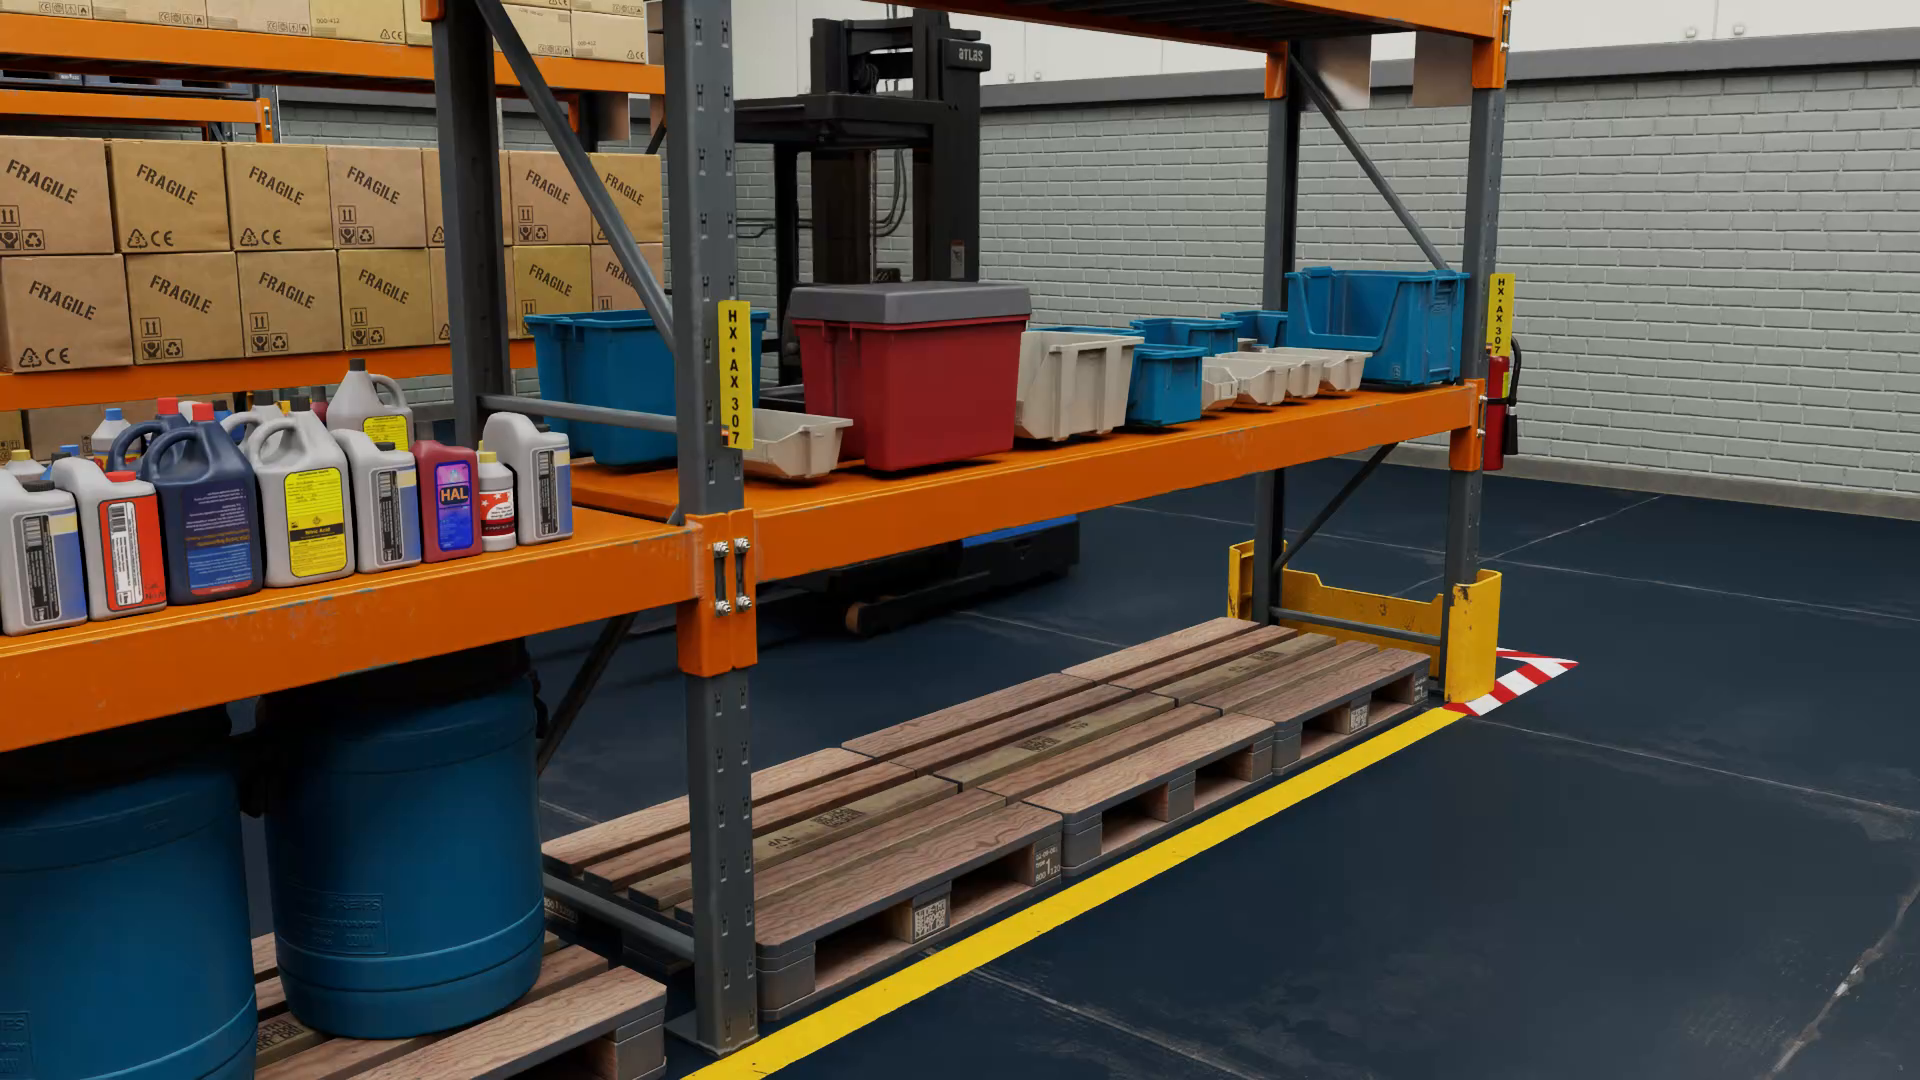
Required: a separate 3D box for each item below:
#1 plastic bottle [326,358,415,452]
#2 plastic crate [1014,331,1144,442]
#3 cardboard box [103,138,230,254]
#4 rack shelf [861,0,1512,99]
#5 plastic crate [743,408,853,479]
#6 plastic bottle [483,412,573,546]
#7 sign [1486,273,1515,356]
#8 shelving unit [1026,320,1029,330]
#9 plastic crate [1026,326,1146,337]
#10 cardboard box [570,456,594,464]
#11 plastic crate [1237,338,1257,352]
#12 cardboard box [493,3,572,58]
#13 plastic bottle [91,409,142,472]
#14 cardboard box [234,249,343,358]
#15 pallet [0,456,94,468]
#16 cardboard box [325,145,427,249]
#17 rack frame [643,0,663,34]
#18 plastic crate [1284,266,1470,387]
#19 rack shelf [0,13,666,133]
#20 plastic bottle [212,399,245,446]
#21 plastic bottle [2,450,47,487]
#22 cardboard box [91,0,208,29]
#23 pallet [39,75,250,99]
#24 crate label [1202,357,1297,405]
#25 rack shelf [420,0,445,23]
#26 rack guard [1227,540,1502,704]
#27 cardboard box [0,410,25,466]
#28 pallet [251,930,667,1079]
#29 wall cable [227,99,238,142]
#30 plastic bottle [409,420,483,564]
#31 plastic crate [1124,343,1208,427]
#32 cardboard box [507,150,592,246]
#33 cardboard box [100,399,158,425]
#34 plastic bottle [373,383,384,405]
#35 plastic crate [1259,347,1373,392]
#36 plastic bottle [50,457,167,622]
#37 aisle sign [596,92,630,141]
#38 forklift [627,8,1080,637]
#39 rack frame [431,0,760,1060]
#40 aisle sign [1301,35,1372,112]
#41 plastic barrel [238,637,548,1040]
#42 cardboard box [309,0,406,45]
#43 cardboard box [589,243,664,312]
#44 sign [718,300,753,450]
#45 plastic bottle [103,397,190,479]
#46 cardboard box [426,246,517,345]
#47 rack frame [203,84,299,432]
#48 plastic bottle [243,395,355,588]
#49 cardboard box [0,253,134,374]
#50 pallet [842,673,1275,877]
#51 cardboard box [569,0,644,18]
[{"bbox_3d":[-1.410,-0.260,3.980,0.144,0.351,0.185,10,15,40],"label":"plastic bottle"},{"bbox_3d":[0.239,-0.472,5.065,0.437,0.282,0.530,10,15,40],"label":"plastic crate"},{"bbox_3d":[-3.763,-1.589,7.701,0.500,0.500,0.500,9,15,39],"label":"cardboard box"},{"bbox_3d":[0.413,-1.712,5.304,1.077,0.370,4.000,10,15,40],"label":"rack shelf"},{"bbox_3d":[-0.492,-0.250,4.324,0.396,0.136,0.243,10,15,40],"label":"plastic crate"},{"bbox_3d":[-0.924,-0.139,3.567,0.152,0.276,0.135,10,15,40],"label":"plastic bottle"},{"bbox_3d":[2.157,-0.900,6.640,0.100,0.325,0.005,10,15,40],"label":"sign"},{"bbox_3d":[0.041,-0.753,10.150,0.431,1.500,0.755,8,14,36],"label":"shelving unit"},{"bbox_3d":[0.454,-0.648,6.072,0.416,0.233,0.300,10,15,40],"label":"plastic crate"},{"bbox_3d":[-2.159,-0.407,9.852,0.500,0.500,0.500,10,15,40],"label":"cardboard box"},{"bbox_3d":[1.049,-0.758,6.869,0.250,0.136,0.298,10,15,40],"label":"plastic crate"},{"bbox_3d":[-2.464,-2.745,9.020,0.500,0.250,0.500,10,15,40],"label":"cardboard box"},{"bbox_3d":[-1.837,-0.151,3.635,0.097,0.271,0.097,0,11,0],"label":"plastic bottle"},{"bbox_3d":[-3.417,-1.179,8.199,0.500,0.500,0.500,10,15,40],"label":"cardboard box"},{"bbox_3d":[-6.983,-0.495,12.153,1.003,0.211,1.213,10,15,40],"label":"pallet"},{"bbox_3d":[-3.083,-1.741,8.460,0.500,0.500,0.500,10,15,42],"label":"cardboard box"},{"bbox_3d":[-1.985,-4.471,9.622,1.000,3.000,0.127,10,15,40],"label":"rack frame"},{"bbox_3d":[1.653,-0.862,6.624,0.616,0.435,0.499,10,15,40],"label":"plastic crate"},{"bbox_3d":[-3.305,-2.353,8.513,1.077,0.370,4.000,10,15,40],"label":"rack shelf"},{"bbox_3d":[-1.684,-0.185,3.806,0.097,0.271,0.097,0,11,0],"label":"plastic bottle"},{"bbox_3d":[-1.966,-0.088,3.499,0.097,0.201,0.097,0,11,0],"label":"plastic bottle"},{"bbox_3d":[-3.785,-2.451,7.548,0.500,0.250,0.500,10,15,40],"label":"cardboard box"},{"bbox_3d":[-6.190,-3.486,12.575,1.003,0.211,1.213,10,15,40],"label":"pallet"},{"bbox_3d":[0.963,-0.560,5.878,0.396,0.136,0.243,10,15,40],"label":"crate label"},{"bbox_3d":[-2.227,-1.124,2.358,1.077,0.370,4.000,10,15,40],"label":"rack shelf"},{"bbox_3d":[1.740,0.332,7.272,1.175,0.500,0.348,10,15,40],"label":"rack guard"},{"bbox_3d":[-7.104,-0.806,11.900,0.700,0.500,0.500,10,15,42],"label":"cardboard box"},{"bbox_3d":[-1.448,1.176,3.786,1.003,0.211,1.213,10,15,40],"label":"pallet"},{"bbox_3d":[-5.574,-2.978,14.870,0.084,1.984,1.851,10,15,40],"label":"wall cable"},{"bbox_3d":[-1.043,-0.103,3.366,0.061,0.283,0.133,10,15,40],"label":"plastic bottle"},{"bbox_3d":[0.570,-0.500,5.332,0.416,0.233,0.300,10,15,40],"label":"plastic crate"},{"bbox_3d":[-2.405,-1.893,9.224,0.500,0.500,0.500,10,15,42],"label":"cardboard box"},{"bbox_3d":[-6.426,-0.960,12.668,0.700,0.500,0.500,10,15,40],"label":"cardboard box"},{"bbox_3d":[-1.470,-0.244,4.072,0.061,0.283,0.133,10,15,40],"label":"plastic bottle"},{"bbox_3d":[1.331,-0.645,6.303,0.396,0.136,0.243,10,15,40],"label":"plastic crate"},{"bbox_3d":[-1.498,-0.011,2.926,0.152,0.276,0.135,10,15,40],"label":"plastic bottle"},{"bbox_3d":[-2.160,-2.852,10.196,0.394,0.787,0.004,10,15,40],"label":"aisle sign"},{"bbox_3d":[-0.667,-1.087,8.172,1.130,2.935,3.031,9,15,39],"label":"forklift"},{"bbox_3d":[-0.907,-0.300,4.054,1.000,3.000,0.127,10,15,40],"label":"rack frame"},{"bbox_3d":[1.558,-2.212,6.991,0.394,0.787,0.004,10,15,40],"label":"aisle sign"},{"bbox_3d":[-1.279,0.601,3.829,0.600,0.901,0.708,10,15,40],"label":"plastic barrel"},{"bbox_3d":[-3.127,-2.598,8.286,0.500,0.250,0.500,10,15,40],"label":"cardboard box"},{"bbox_3d":[-2.076,-1.477,9.694,0.500,0.500,0.500,10,15,42],"label":"cardboard box"},{"bbox_3d":[-0.495,-0.364,3.670,0.100,0.325,0.005,10,15,40],"label":"sign"},{"bbox_3d":[-1.498,-0.090,3.127,0.144,0.351,0.185,10,15,40],"label":"plastic bottle"},{"bbox_3d":[-2.749,-1.328,8.945,0.500,0.500,0.500,10,15,41],"label":"cardboard box"},{"bbox_3d":[-5.708,-2.169,13.414,1.000,3.000,0.127,10,15,40],"label":"rack frame"},{"bbox_3d":[-1.268,-0.098,3.170,0.144,0.351,0.185,10,15,40],"label":"plastic bottle"},{"bbox_3d":[-4.084,-1.030,7.453,0.500,0.500,0.500,10,15,42],"label":"cardboard box"},{"bbox_3d":[0.354,0.774,5.797,1.003,0.211,1.213,10,15,40],"label":"pallet"},{"bbox_3d":[-2.133,-3.063,9.338,0.500,0.250,0.500,10,15,40],"label":"cardboard box"}]
